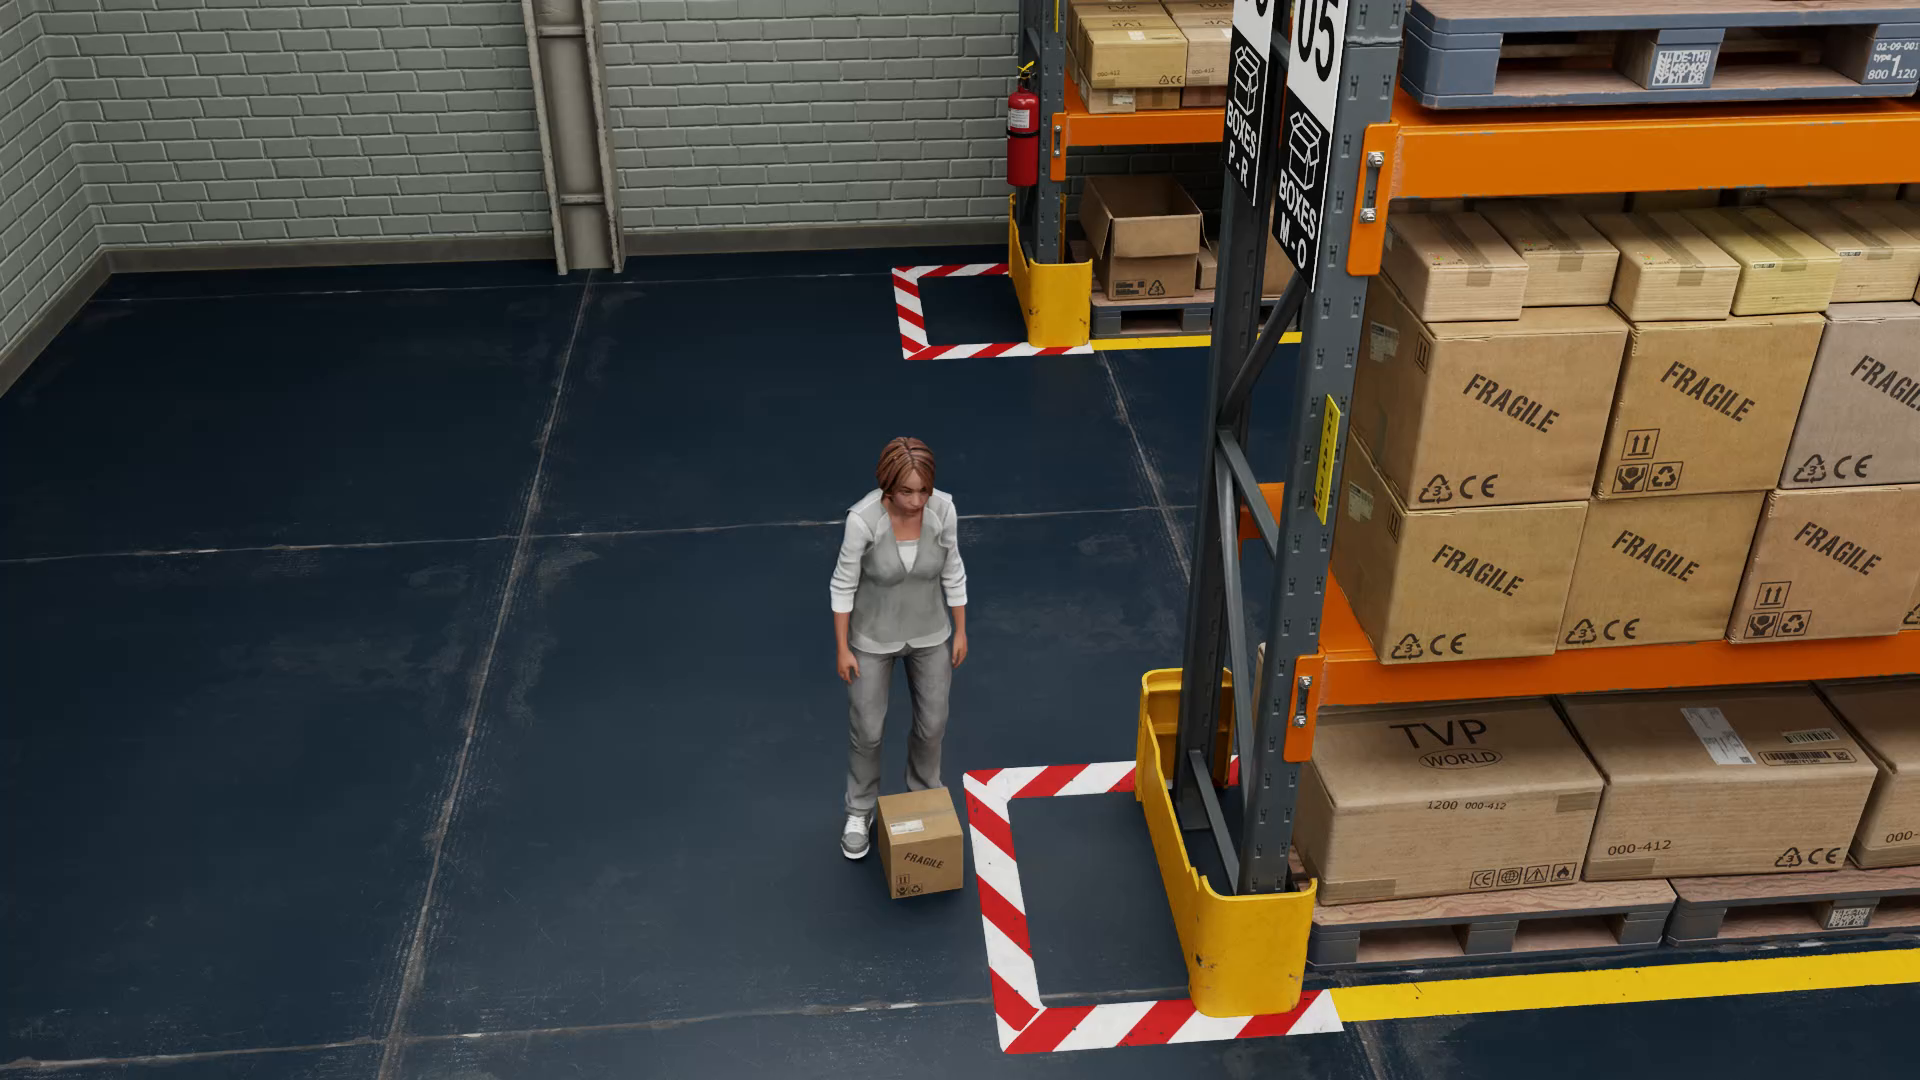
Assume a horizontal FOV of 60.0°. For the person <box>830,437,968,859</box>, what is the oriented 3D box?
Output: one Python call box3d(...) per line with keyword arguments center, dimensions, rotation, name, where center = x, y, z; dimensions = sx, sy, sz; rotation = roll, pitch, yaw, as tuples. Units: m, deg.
box3d(center=(-0.205, 0.346, 5.582), dimensions=(0.485, 1.592, 0.347), rotation=(-8, 32, -13), name="person")
